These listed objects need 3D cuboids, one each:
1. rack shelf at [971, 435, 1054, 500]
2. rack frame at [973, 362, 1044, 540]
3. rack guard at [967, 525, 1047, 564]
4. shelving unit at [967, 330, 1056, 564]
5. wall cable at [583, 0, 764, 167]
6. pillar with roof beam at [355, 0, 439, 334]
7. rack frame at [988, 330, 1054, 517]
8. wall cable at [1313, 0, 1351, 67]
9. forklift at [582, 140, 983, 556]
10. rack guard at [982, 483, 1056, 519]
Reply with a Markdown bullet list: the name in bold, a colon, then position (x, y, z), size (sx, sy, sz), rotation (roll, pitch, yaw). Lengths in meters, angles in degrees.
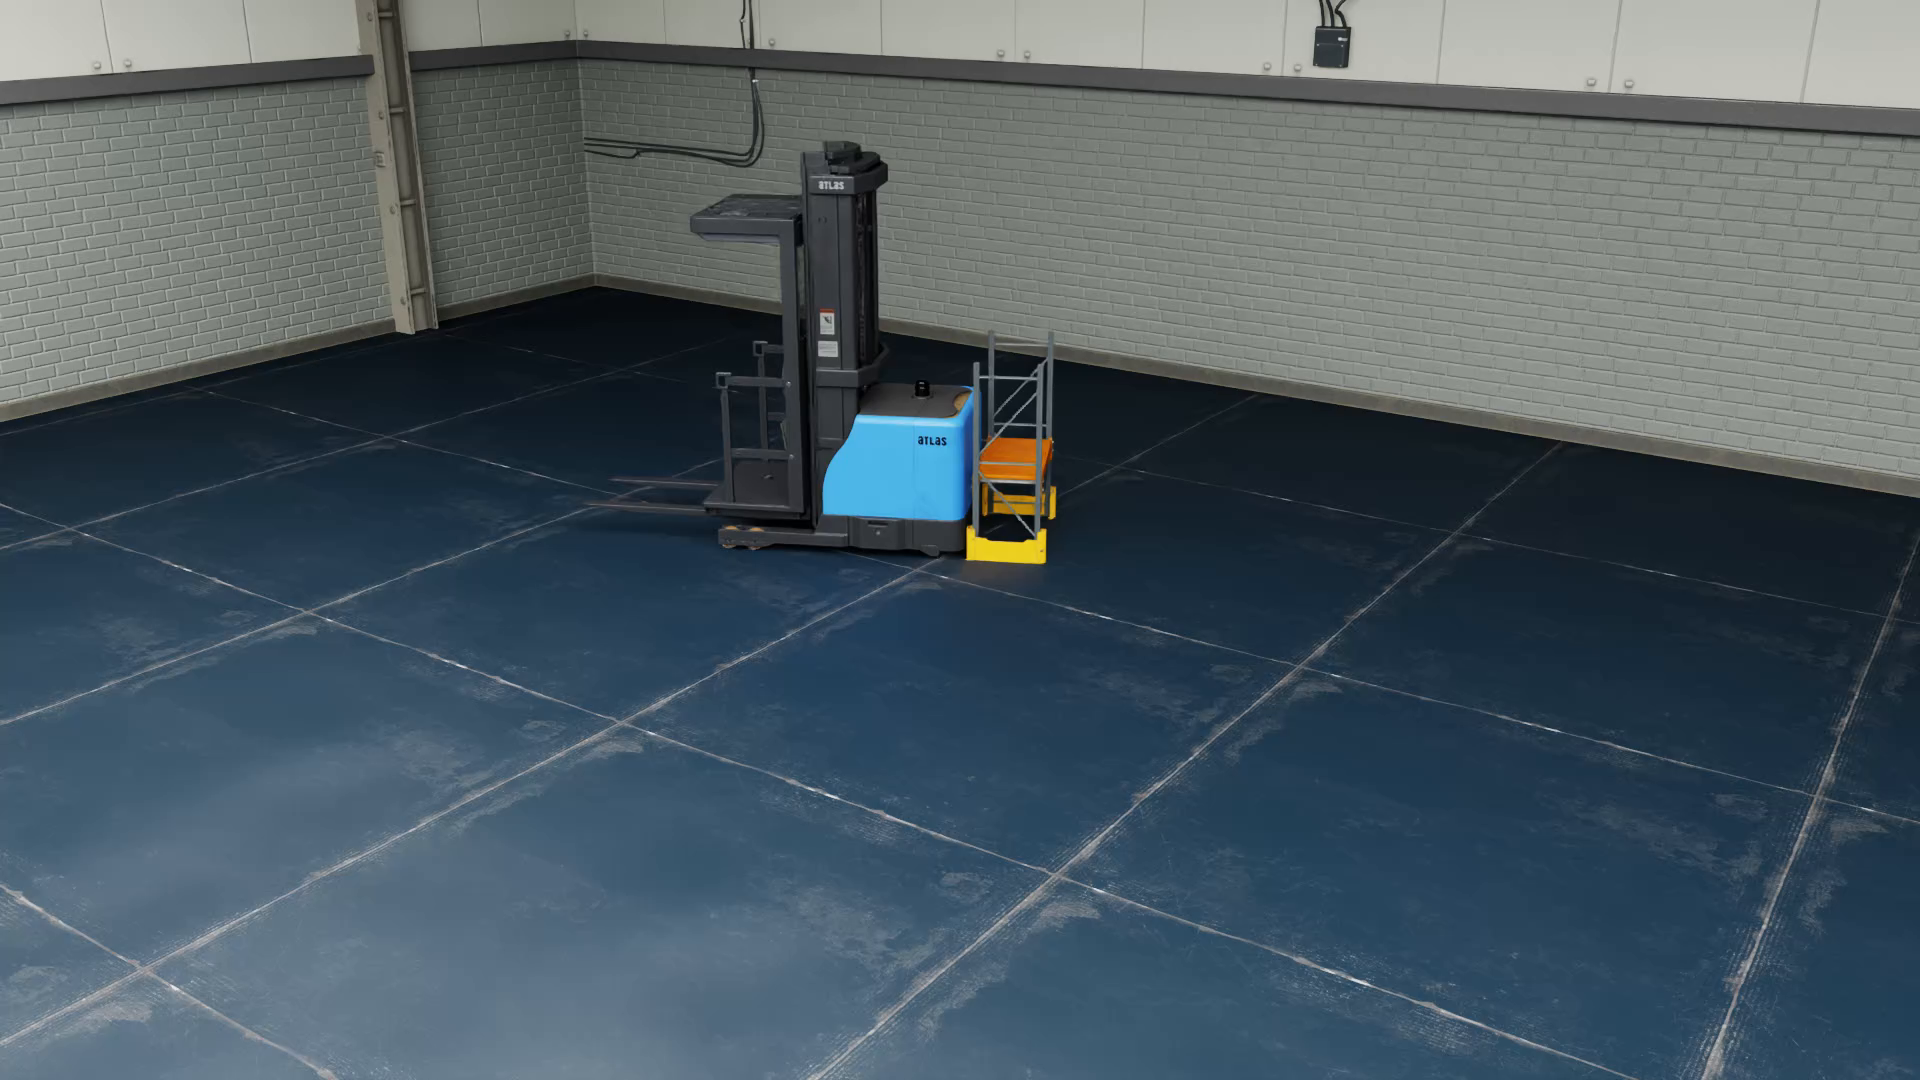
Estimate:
- **rack shelf**: position (0.408, -0.558, 12.631), size (0.538, 0.185, 1.000), rotation (2, 20, 7)
- **rack frame**: position (0.345, -0.552, 12.096), size (0.500, 1.500, 0.032), rotation (2, 20, 7)
- **rack guard**: position (0.345, 0.034, 12.314), size (0.587, 0.250, 0.087), rotation (2, 20, 7)
- **shelving unit**: position (0.407, -0.724, 12.560), size (0.587, 1.500, 1.083), rotation (2, 20, 7)
- **wall cable**: position (-3.591, -5.810, 19.976), size (3.097, 2.526, 0.112), rotation (13, 24, 32)
- **pillar with roof beam**: position (-2.781, -5.839, 15.579), size (9.100, 9.000, 0.400), rotation (13, 24, 32)
- **rack frame**: position (0.472, -0.902, 13.042), size (0.500, 1.500, 0.032), rotation (2, 20, 7)
- **wall cable**: position (4.251, -7.005, 13.829), size (2.305, 6.003, 0.169), rotation (13, 24, 32)
- **forklift**: position (-1.384, -1.477, 12.533), size (3.031, 2.935, 1.130), rotation (3, 21, 9)
- **rack guard**: position (0.469, -0.309, 13.240), size (0.587, 0.250, 0.087), rotation (2, 20, 7)
